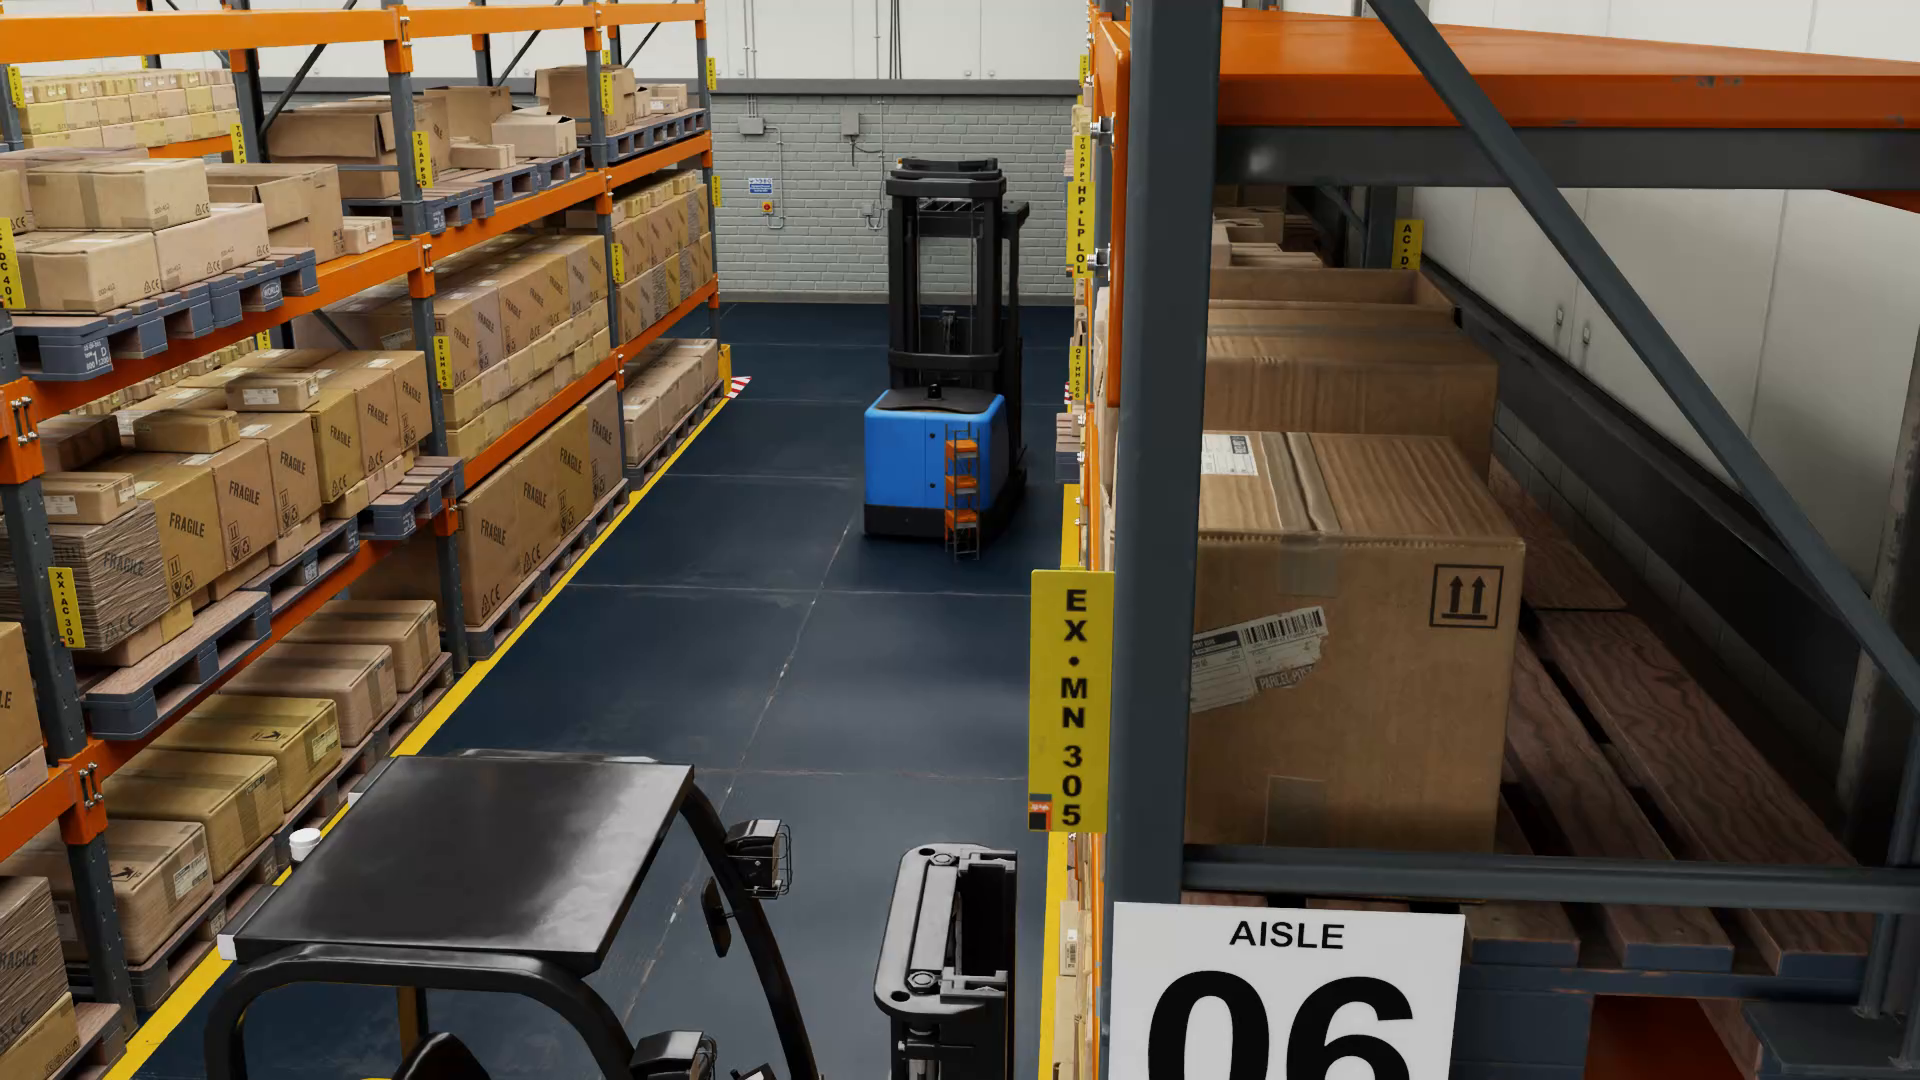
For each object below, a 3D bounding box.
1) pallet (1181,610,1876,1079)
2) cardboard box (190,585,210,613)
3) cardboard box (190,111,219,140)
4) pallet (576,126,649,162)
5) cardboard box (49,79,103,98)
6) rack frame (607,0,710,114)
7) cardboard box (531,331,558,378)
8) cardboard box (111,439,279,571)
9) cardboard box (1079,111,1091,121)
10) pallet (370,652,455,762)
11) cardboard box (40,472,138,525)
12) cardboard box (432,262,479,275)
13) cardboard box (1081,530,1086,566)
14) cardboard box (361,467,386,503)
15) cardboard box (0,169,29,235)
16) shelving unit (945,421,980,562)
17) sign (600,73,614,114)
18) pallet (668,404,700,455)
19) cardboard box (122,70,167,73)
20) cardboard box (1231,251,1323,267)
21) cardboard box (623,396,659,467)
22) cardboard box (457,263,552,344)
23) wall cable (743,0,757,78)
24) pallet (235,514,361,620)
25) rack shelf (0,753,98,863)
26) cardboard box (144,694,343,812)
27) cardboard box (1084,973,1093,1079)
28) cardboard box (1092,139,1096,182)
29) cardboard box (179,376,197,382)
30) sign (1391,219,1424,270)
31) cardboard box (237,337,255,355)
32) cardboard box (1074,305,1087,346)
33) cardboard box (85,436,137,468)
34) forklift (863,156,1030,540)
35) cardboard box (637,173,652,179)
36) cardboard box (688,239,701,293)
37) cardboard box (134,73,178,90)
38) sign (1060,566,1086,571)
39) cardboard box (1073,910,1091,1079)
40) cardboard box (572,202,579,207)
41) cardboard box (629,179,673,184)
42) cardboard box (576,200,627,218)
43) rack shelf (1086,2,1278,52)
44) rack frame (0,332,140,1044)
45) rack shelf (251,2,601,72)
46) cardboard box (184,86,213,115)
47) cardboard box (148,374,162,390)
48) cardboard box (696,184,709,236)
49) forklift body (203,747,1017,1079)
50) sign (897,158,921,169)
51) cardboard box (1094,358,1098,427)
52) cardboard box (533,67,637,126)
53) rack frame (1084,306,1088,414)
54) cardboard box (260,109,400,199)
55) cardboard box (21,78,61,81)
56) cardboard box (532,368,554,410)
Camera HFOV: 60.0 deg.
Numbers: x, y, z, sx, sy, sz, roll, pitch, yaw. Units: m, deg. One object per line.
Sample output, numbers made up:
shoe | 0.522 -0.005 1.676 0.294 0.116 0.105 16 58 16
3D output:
pallet | 0.747 0.412 2.672 1.003 0.211 1.213 1 18 4
cardboard box | -3.669 0.251 7.569 0.380 0.149 0.250 2 18 7
cardboard box | -7.876 -4.192 16.822 0.500 0.250 0.500 1 18 4
pallet | -3.351 -3.459 14.487 1.003 0.211 1.213 1 18 4
cardboard box | -8.026 -4.091 15.070 0.380 0.149 0.250 1 18 2
rack frame | -3.134 -5.915 17.023 1.000 3.000 0.127 1 18 4
cardboard box | -3.289 -1.370 12.225 0.500 0.250 0.500 2 18 5
cardboard box | -3.590 -0.174 7.823 0.500 0.500 0.500 1 18 4
cardboard box | 1.071 -3.081 12.282 0.380 0.149 0.250 1 18 3
pallet | -3.765 0.988 10.068 1.003 0.211 1.213 1 18 4
cardboard box | -3.608 -0.172 6.777 0.380 0.149 0.250 1 18 4
cardboard box | -3.817 -1.739 12.147 0.500 0.500 0.500 1 18 3
cardboard box | 0.717 0.066 7.203 0.380 0.149 0.250 1 18 2
cardboard box | -3.442 -0.311 9.283 0.380 0.149 0.250 0 18 1
cardboard box | -4.079 -1.311 6.554 0.500 0.250 0.500 2 18 5
shelving unit | 0.018 -0.374 12.877 0.215 1.050 0.252 -5 19 -16
sign | -2.879 -3.633 13.542 0.100 0.325 0.005 1 18 4
pallet | -3.203 -1.111 16.475 1.003 0.211 1.213 1 18 4
cardboard box | -8.365 -4.750 17.083 0.380 0.149 0.250 2 18 6
cardboard box | 1.214 -1.040 6.531 0.380 0.149 0.250 1 18 4
cardboard box | -3.268 -0.996 15.087 0.875 0.438 0.875 1 18 3
cardboard box | -3.310 -1.721 12.092 0.500 0.500 0.500 2 18 5
wall cable | -3.007 -7.688 22.434 0.463 3.000 0.029 1 18 4
pallet | -3.808 0.127 8.525 1.003 0.211 1.213 1 18 4
rack shelf | -4.137 1.626 4.799 1.077 0.370 4.000 1 18 4
cardboard box | -3.863 1.110 8.765 0.950 0.372 0.625 2 18 6
cardboard box | 0.464 1.083 3.619 0.380 0.149 0.250 2 18 5
cardboard box | 0.876 -1.654 7.841 0.500 0.500 0.500 2 18 5
cardboard box | -7.928 -1.557 16.785 0.380 0.149 0.250 2 18 7
sign | 1.511 -0.924 5.652 0.100 0.325 0.005 1 18 4
cardboard box | -7.863 -2.101 17.965 0.380 0.149 0.250 1 18 5
cardboard box | 1.180 -1.409 12.072 0.700 0.500 0.500 1 18 4
cardboard box | -4.112 -0.188 7.868 0.500 0.500 0.500 2 18 6
forklift | -0.011 -1.814 14.252 1.130 2.935 3.031 3 18 10
cardboard box | -3.383 -3.708 17.114 0.380 0.149 0.250 2 18 5
cardboard box | -2.955 -2.800 16.992 0.500 0.500 0.500 1 18 3
cardboard box | -7.931 -4.499 16.316 0.380 0.149 0.250 1 18 3
sign | 0.415 0.251 6.108 0.100 0.325 0.005 1 18 4
cardboard box | 0.552 1.332 4.380 0.500 0.500 0.500 1 18 4
cardboard box | -3.561 -2.912 14.685 0.380 0.149 0.250 1 18 4
cardboard box | -3.037 -3.461 16.360 0.380 0.149 0.250 1 18 3
cardboard box | -3.160 -2.905 14.664 0.380 0.149 0.250 1 18 3
rack shelf | 1.387 -3.410 11.176 1.077 0.370 4.000 1 18 4
rack frame | -3.994 0.663 6.583 1.000 3.000 0.127 1 18 4
rack shelf | -3.564 -3.520 11.510 1.077 0.370 4.000 1 18 4
cardboard box | -7.893 -4.427 16.738 0.500 0.250 0.500 1 18 2
cardboard box | -8.053 -1.540 16.254 0.380 0.149 0.250 1 18 2
cardboard box | -2.931 -3.432 17.313 0.500 0.500 0.500 2 18 6
forklift body | -1.013 1.788 4.511 2.313 2.155 1.214 1 18 4
sign | -0.708 -5.182 23.093 0.339 0.242 0.001 1 18 4
cardboard box | 0.567 -0.409 4.606 0.380 0.149 0.250 2 18 6
cardboard box | -3.356 -3.963 14.882 0.797 0.503 0.637 3 18 8
rack frame | 1.244 -0.470 10.040 1.000 3.000 0.127 1 18 4
cardboard box | -3.831 -2.374 10.194 0.797 0.503 0.637 0 18 1
cardboard box | -8.548 -4.188 15.366 0.380 0.149 0.250 1 18 4
cardboard box | -3.327 -1.131 12.297 0.500 0.250 0.500 1 18 4
